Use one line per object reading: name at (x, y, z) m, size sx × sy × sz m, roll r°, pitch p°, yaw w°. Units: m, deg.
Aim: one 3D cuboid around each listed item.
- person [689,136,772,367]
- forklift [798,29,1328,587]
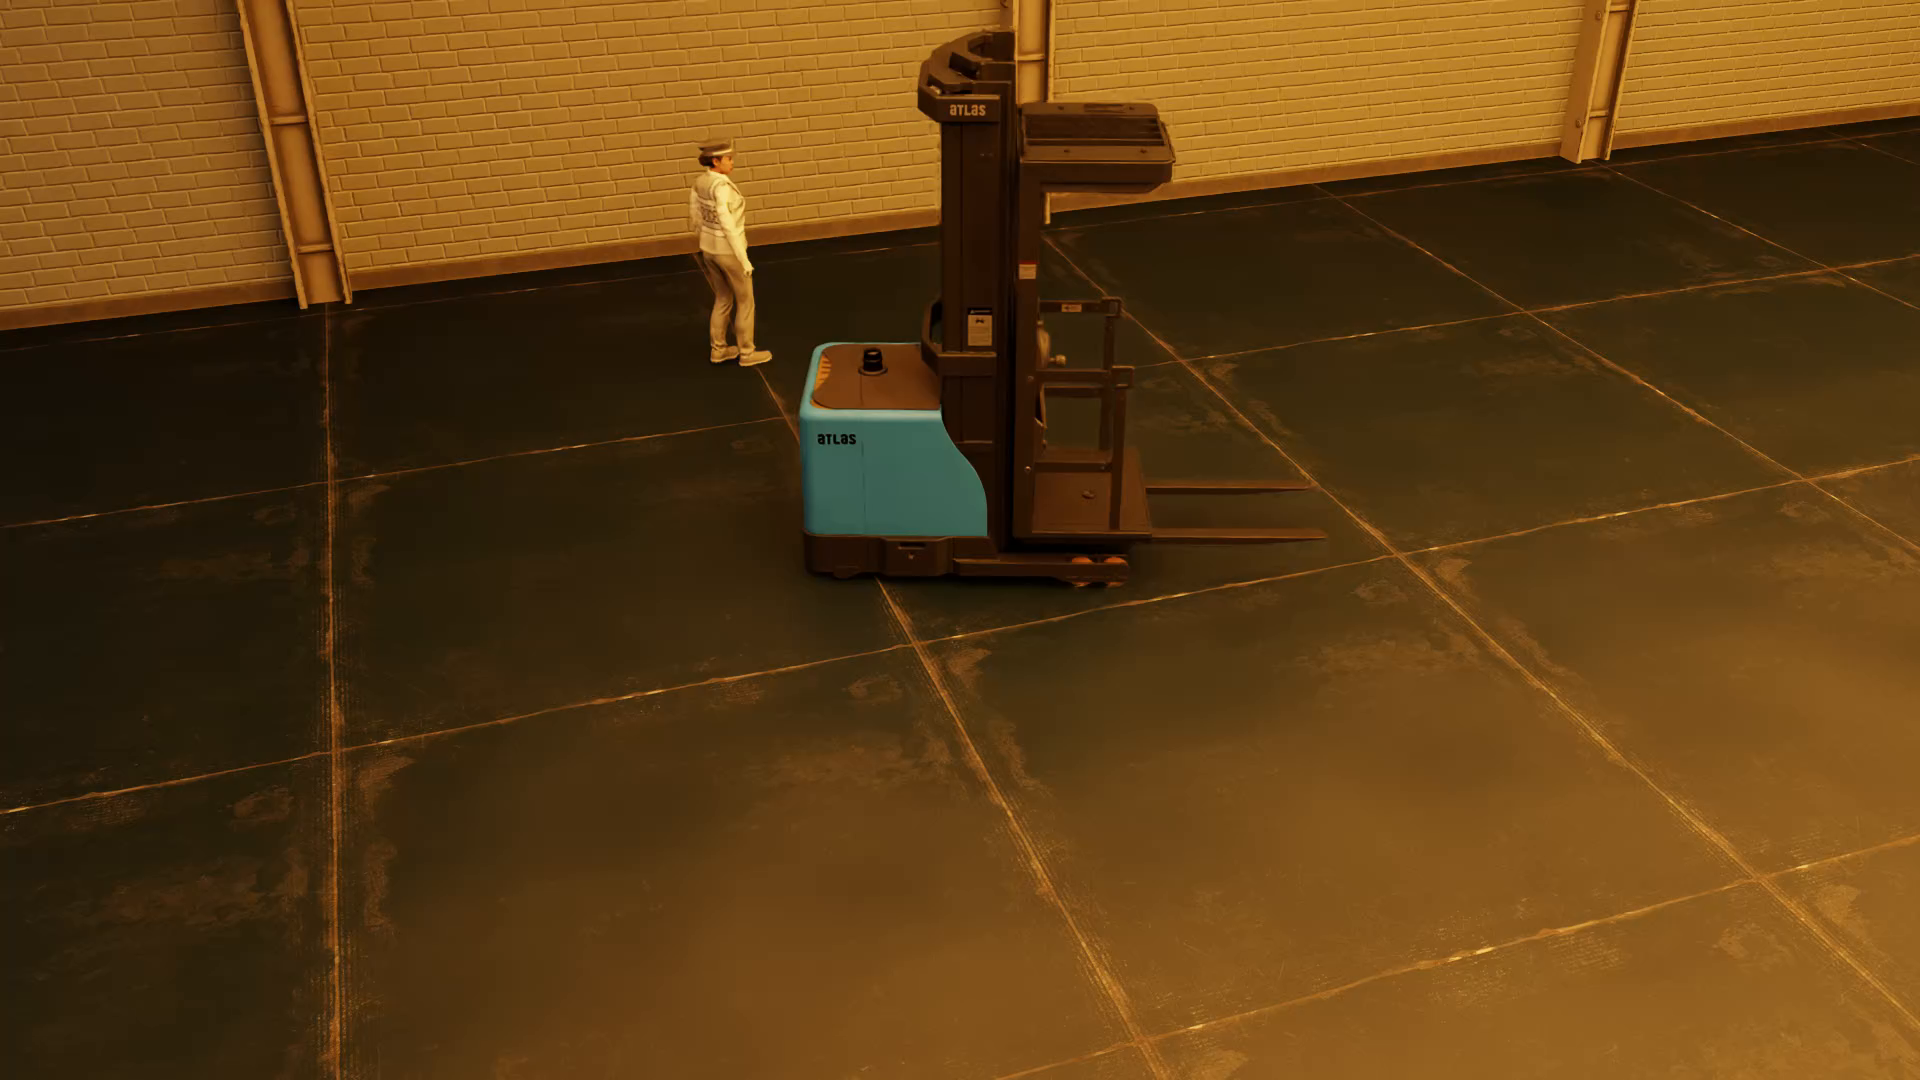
person at (-1.648, -2.068, 11.950) m, size 0.412 × 1.670 × 0.630 m, roll -24°, pitch 38°, yaw -35°
forklift at (0.616, -1.272, 9.298) m, size 3.031 × 2.935 × 1.130 m, roll 0°, pitch 30°, yaw 1°
